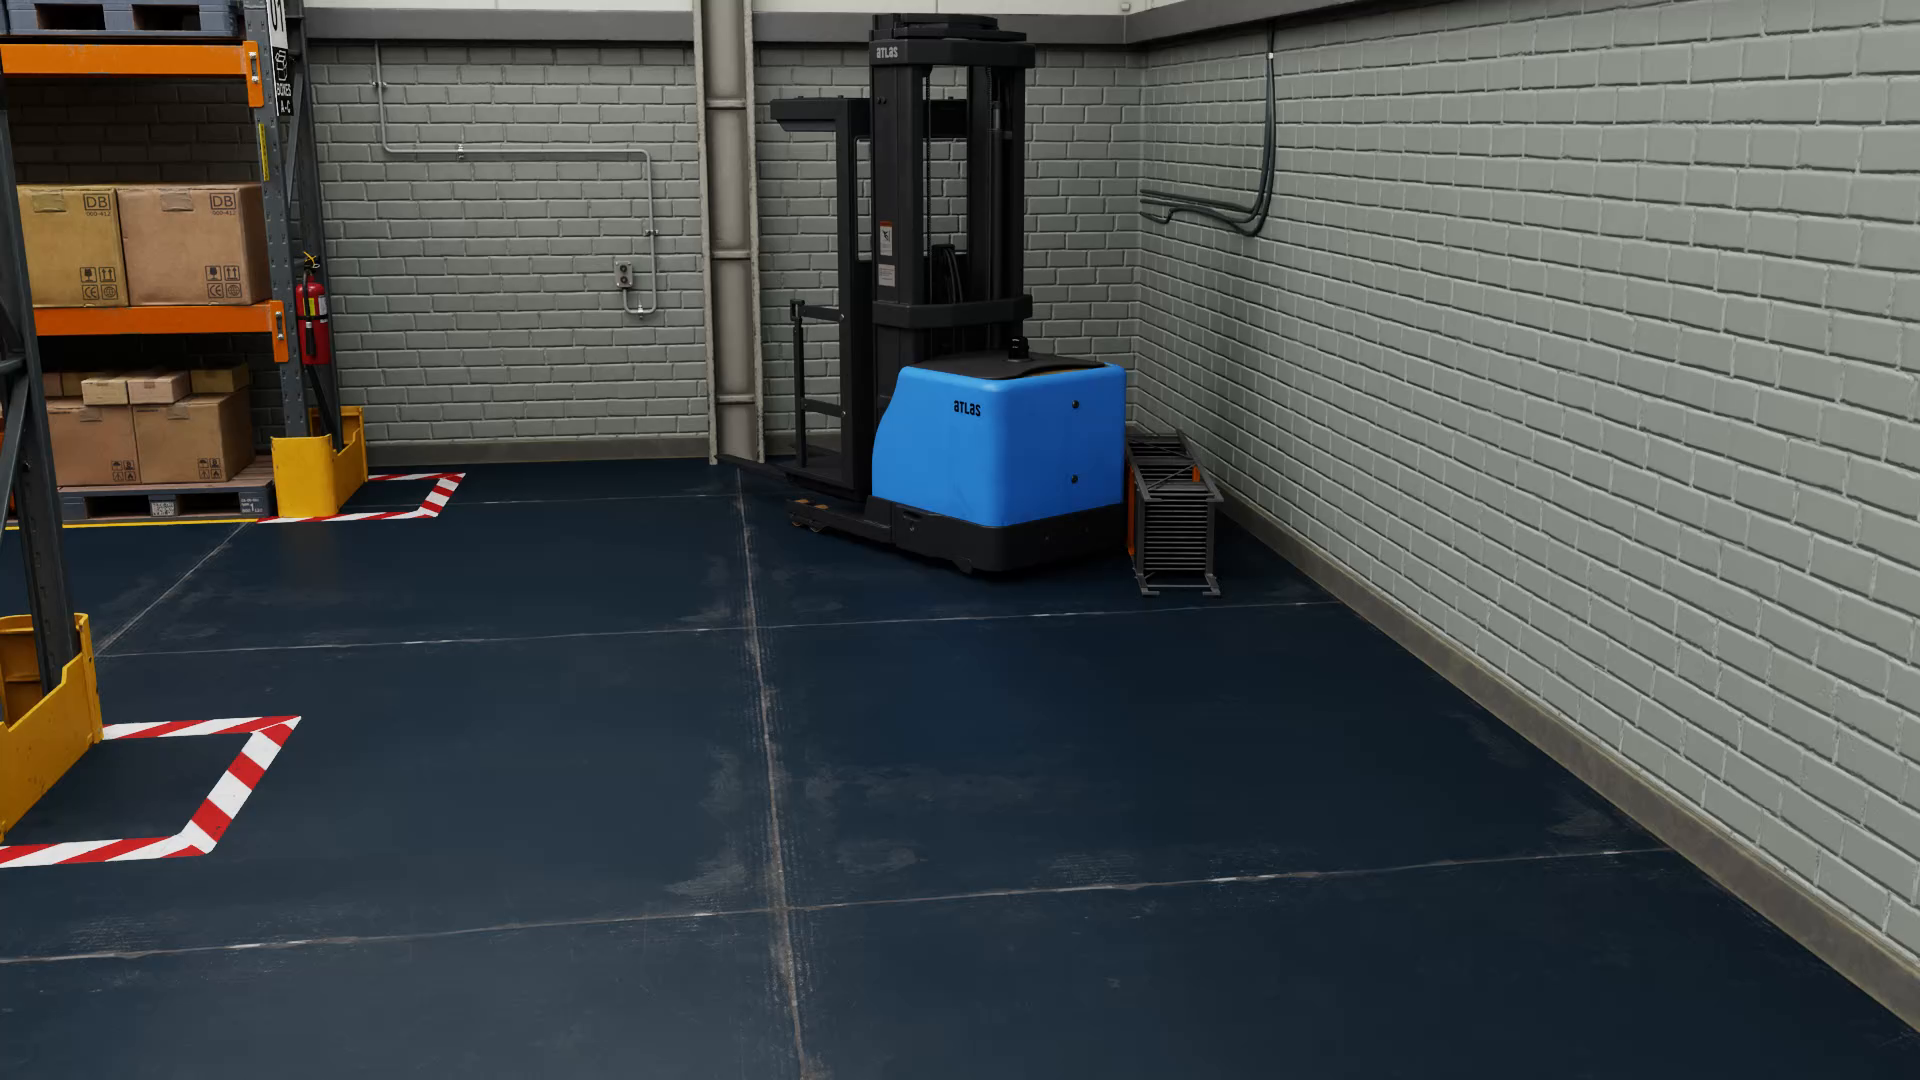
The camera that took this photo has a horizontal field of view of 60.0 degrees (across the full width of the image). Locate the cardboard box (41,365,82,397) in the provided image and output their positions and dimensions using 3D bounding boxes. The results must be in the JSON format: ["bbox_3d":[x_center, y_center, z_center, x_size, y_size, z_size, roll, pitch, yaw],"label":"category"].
[{"bbox_3d":[-5.739,-1.005,10.505,0.250,0.149,0.380,-2,14,-8],"label":"cardboard box"}]

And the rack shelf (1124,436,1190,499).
[{"bbox_3d":[1.176,-0.370,10.149,0.431,0.480,0.518,0,14,1],"label":"rack shelf"}]

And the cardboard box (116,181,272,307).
[{"bbox_3d":[-4.658,-1.857,10.345,0.700,0.700,0.980,-1,14,-6],"label":"cardboard box"}]

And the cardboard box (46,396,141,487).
[{"bbox_3d":[-5.327,-0.656,10.448,0.500,0.500,0.700,-2,14,-8],"label":"cardboard box"}]

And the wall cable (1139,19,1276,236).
[{"bbox_3d":[1.491,-3.256,10.587,0.112,2.526,3.097,-2,14,-8],"label":"wall cable"}]

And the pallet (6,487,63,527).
[{"bbox_3d":[-6.138,-0.289,10.440,1.213,0.211,1.003,-2,14,-8],"label":"pallet"}]

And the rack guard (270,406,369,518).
[{"bbox_3d":[-4.132,-0.521,10.772,0.348,0.500,1.175,-2,14,-8],"label":"rack guard"}]

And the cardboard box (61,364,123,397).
[{"bbox_3d":[-5.487,-1.014,10.542,0.250,0.149,0.380,-2,14,-8],"label":"cardboard box"}]

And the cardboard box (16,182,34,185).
[{"bbox_3d":[-6.131,-1.803,10.128,0.700,0.700,0.980,-3,14,-11],"label":"cardboard box"}]

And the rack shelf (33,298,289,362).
[{"bbox_3d":[-6.133,-1.311,10.263,4.000,0.370,1.077,-2,14,-8],"label":"rack shelf"}]

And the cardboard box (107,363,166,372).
[{"bbox_3d":[-5.240,-1.023,10.578,0.250,0.149,0.380,-2,14,-8],"label":"cardboard box"}]

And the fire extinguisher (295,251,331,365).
[{"bbox_3d":[-3.937,-1.409,10.099,0.183,0.674,0.296,-2,14,-8],"label":"fire extinguisher"}]

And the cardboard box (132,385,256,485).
[{"bbox_3d":[-4.833,-0.675,10.521,0.500,0.500,0.700,-2,14,-8],"label":"cardboard box"}]

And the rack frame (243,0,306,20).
[{"bbox_3d":[-4.155,-4.643,9.735,0.127,3.000,1.000,-2,14,-8],"label":"rack frame"}]

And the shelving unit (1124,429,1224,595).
[{"bbox_3d":[1.159,-0.209,9.482,0.431,0.503,2.100,0,14,1],"label":"shelving unit"}]

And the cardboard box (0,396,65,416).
[{"bbox_3d":[-5.825,-0.638,10.375,0.500,0.500,0.700,-3,14,-10],"label":"cardboard box"}]

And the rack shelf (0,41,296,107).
[{"bbox_3d":[-6.133,-2.766,9.899,4.000,0.370,1.077,-2,14,-8],"label":"rack shelf"}]

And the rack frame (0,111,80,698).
[{"bbox_3d":[-3.414,-0.541,5.714,0.127,3.000,1.000,-2,14,-8],"label":"rack frame"}]

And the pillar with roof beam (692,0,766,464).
[{"bbox_3d":[-0.973,-3.913,6.826,0.400,9.000,9.100,-2,14,-8],"label":"pillar with roof beam"}]

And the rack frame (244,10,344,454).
[{"bbox_3d":[-4.155,-1.733,10.465,0.127,3.000,1.000,-2,14,-8],"label":"rack frame"}]

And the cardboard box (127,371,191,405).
[{"bbox_3d":[-4.932,-0.941,10.249,0.250,0.149,0.380,-2,14,-9],"label":"cardboard box"}]

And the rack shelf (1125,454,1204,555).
[{"bbox_3d":[1.159,-0.206,9.468,0.431,0.480,0.518,0,14,1],"label":"rack shelf"}]

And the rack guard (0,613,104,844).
[{"bbox_3d":[-3.489,0.674,6.007,0.348,0.500,1.175,-2,14,-8],"label":"rack guard"}]

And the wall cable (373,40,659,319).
[{"bbox_3d":[-3.030,-2.500,11.434,1.851,1.984,0.084,-2,14,-8],"label":"wall cable"}]

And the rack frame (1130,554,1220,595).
[{"bbox_3d":[1.159,0.028,9.539,0.400,0.015,2.100,0,14,1],"label":"rack frame"}]

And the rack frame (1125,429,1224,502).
[{"bbox_3d":[1.159,-0.446,9.424,0.400,0.015,2.100,0,14,1],"label":"rack frame"}]

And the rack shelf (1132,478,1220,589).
[{"bbox_3d":[1.142,-0.042,8.788,0.431,0.480,0.518,0,14,1],"label":"rack shelf"}]

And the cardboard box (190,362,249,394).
[{"bbox_3d":[-4.739,-1.042,10.652,0.250,0.149,0.380,-2,14,-8],"label":"cardboard box"}]

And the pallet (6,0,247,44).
[{"bbox_3d":[-4.887,-3.115,9.994,1.213,0.211,1.003,-2,14,-8],"label":"pallet"}]

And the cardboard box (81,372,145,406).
[{"bbox_3d":[-5.185,-0.931,10.211,0.250,0.149,0.380,-2,14,-7],"label":"cardboard box"}]

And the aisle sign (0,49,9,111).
[{"bbox_3d":[-3.390,-1.875,5.689,0.004,0.787,0.394,-2,14,-8],"label":"aisle sign"}]

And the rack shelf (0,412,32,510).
[{"bbox_3d":[-5.391,-0.120,5.513,4.000,0.370,1.077,-2,14,-8],"label":"rack shelf"}]

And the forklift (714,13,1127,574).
[{"bbox_3d":[-0.403,-1.537,9.825,1.130,2.935,3.031,-12,18,-39],"label":"forklift"}]

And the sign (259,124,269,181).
[{"bbox_3d":[-4.088,-2.278,9.773,0.005,0.325,0.100,-2,14,-8],"label":"sign"}]

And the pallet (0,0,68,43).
[{"bbox_3d":[-6.096,-3.070,9.814,1.213,0.211,1.003,-2,14,-8],"label":"pallet"}]

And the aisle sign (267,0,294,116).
[{"bbox_3d":[-4.040,-2.924,9.871,0.004,0.787,0.394,-2,14,-8],"label":"aisle sign"}]

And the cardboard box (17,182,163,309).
[{"bbox_3d":[-5.376,-1.828,10.229,0.700,0.700,0.980,-2,14,-9],"label":"cardboard box"}]

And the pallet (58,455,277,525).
[{"bbox_3d":[-4.934,-0.332,10.614,1.213,0.211,1.003,-2,14,-8],"label":"pallet"}]
